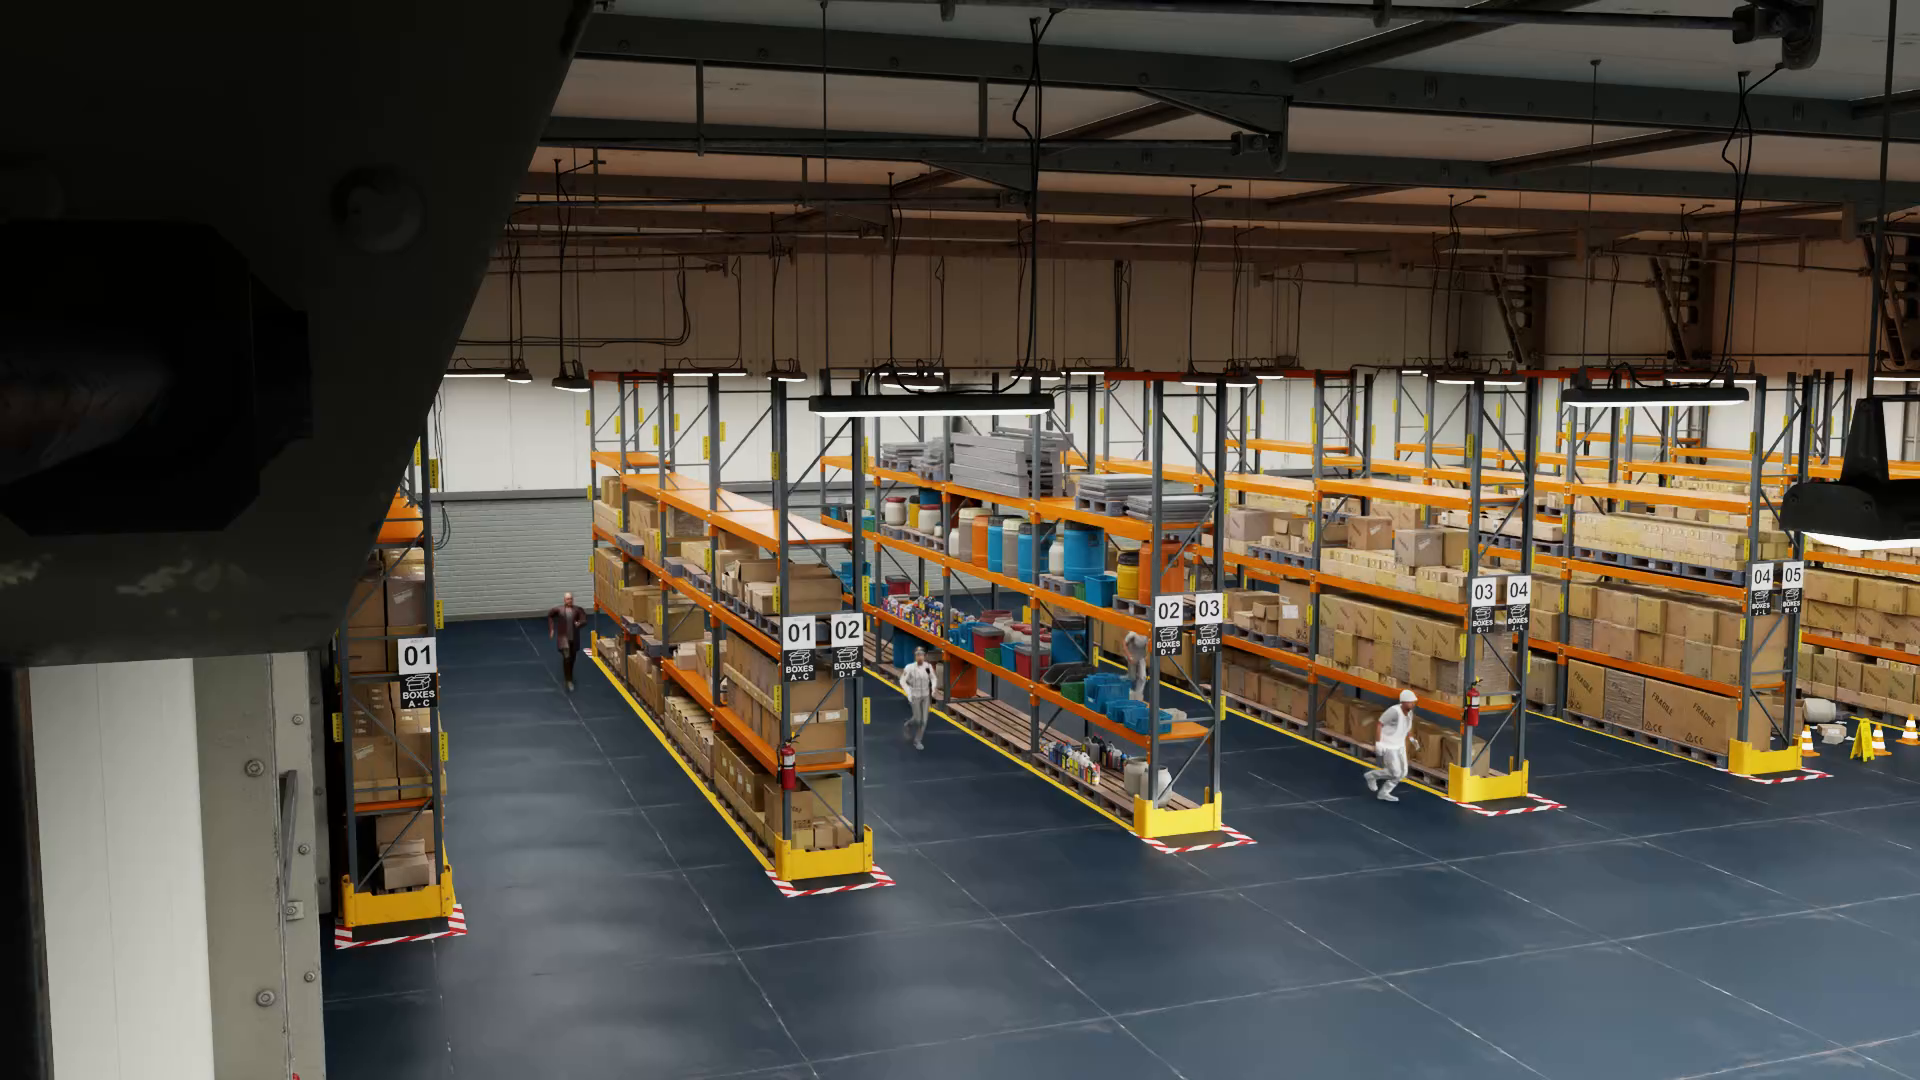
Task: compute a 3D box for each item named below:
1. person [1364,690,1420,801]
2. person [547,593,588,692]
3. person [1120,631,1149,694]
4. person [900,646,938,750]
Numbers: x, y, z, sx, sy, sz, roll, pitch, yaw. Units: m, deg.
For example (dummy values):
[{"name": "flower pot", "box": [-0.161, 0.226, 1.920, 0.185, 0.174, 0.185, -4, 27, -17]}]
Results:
[{"name": "person", "box": [6.101, 2.894, 23.523, 0.686, 1.636, 0.780, -5, 8, -40]}, {"name": "person", "box": [-7.449, 1.907, 31.651, 0.672, 1.837, 0.954, -3, 7, -28]}, {"name": "person", "box": [3.161, 2.189, 30.231, 0.573, 1.624, 0.907, -3, 7, -24]}, {"name": "person", "box": [-0.644, 2.526, 26.813, 0.609, 1.671, 0.585, -2, 7, -19]}]
